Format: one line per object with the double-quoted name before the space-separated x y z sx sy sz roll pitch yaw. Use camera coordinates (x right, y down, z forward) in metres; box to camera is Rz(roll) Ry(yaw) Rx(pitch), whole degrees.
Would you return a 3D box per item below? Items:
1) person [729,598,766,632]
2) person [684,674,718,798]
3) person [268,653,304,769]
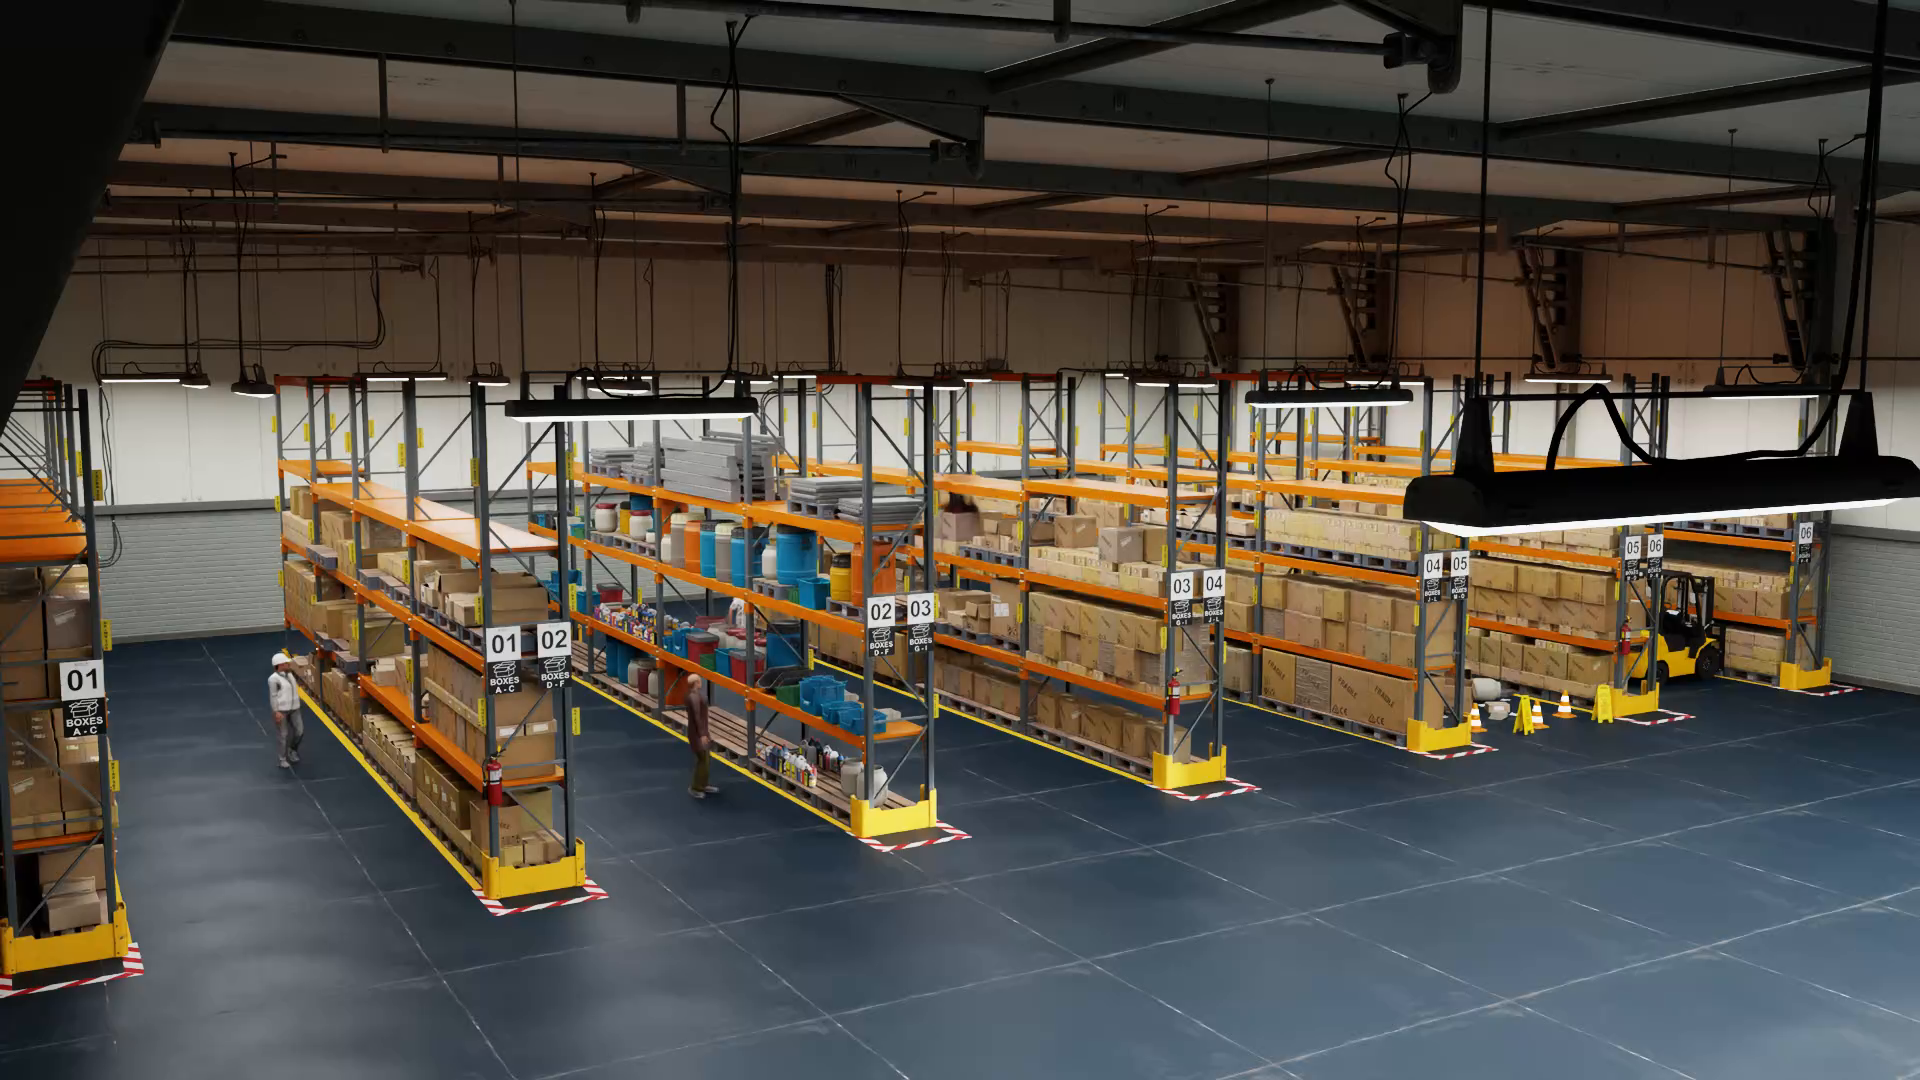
"person" -4.389 1.743 34.199 0.655 1.770 0.995 -4 7 -30
"person" -3.775 2.859 24.211 0.477 1.861 0.632 -1 6 -7
"person" -10.493 2.633 25.838 0.547 1.772 0.571 5 8 38
